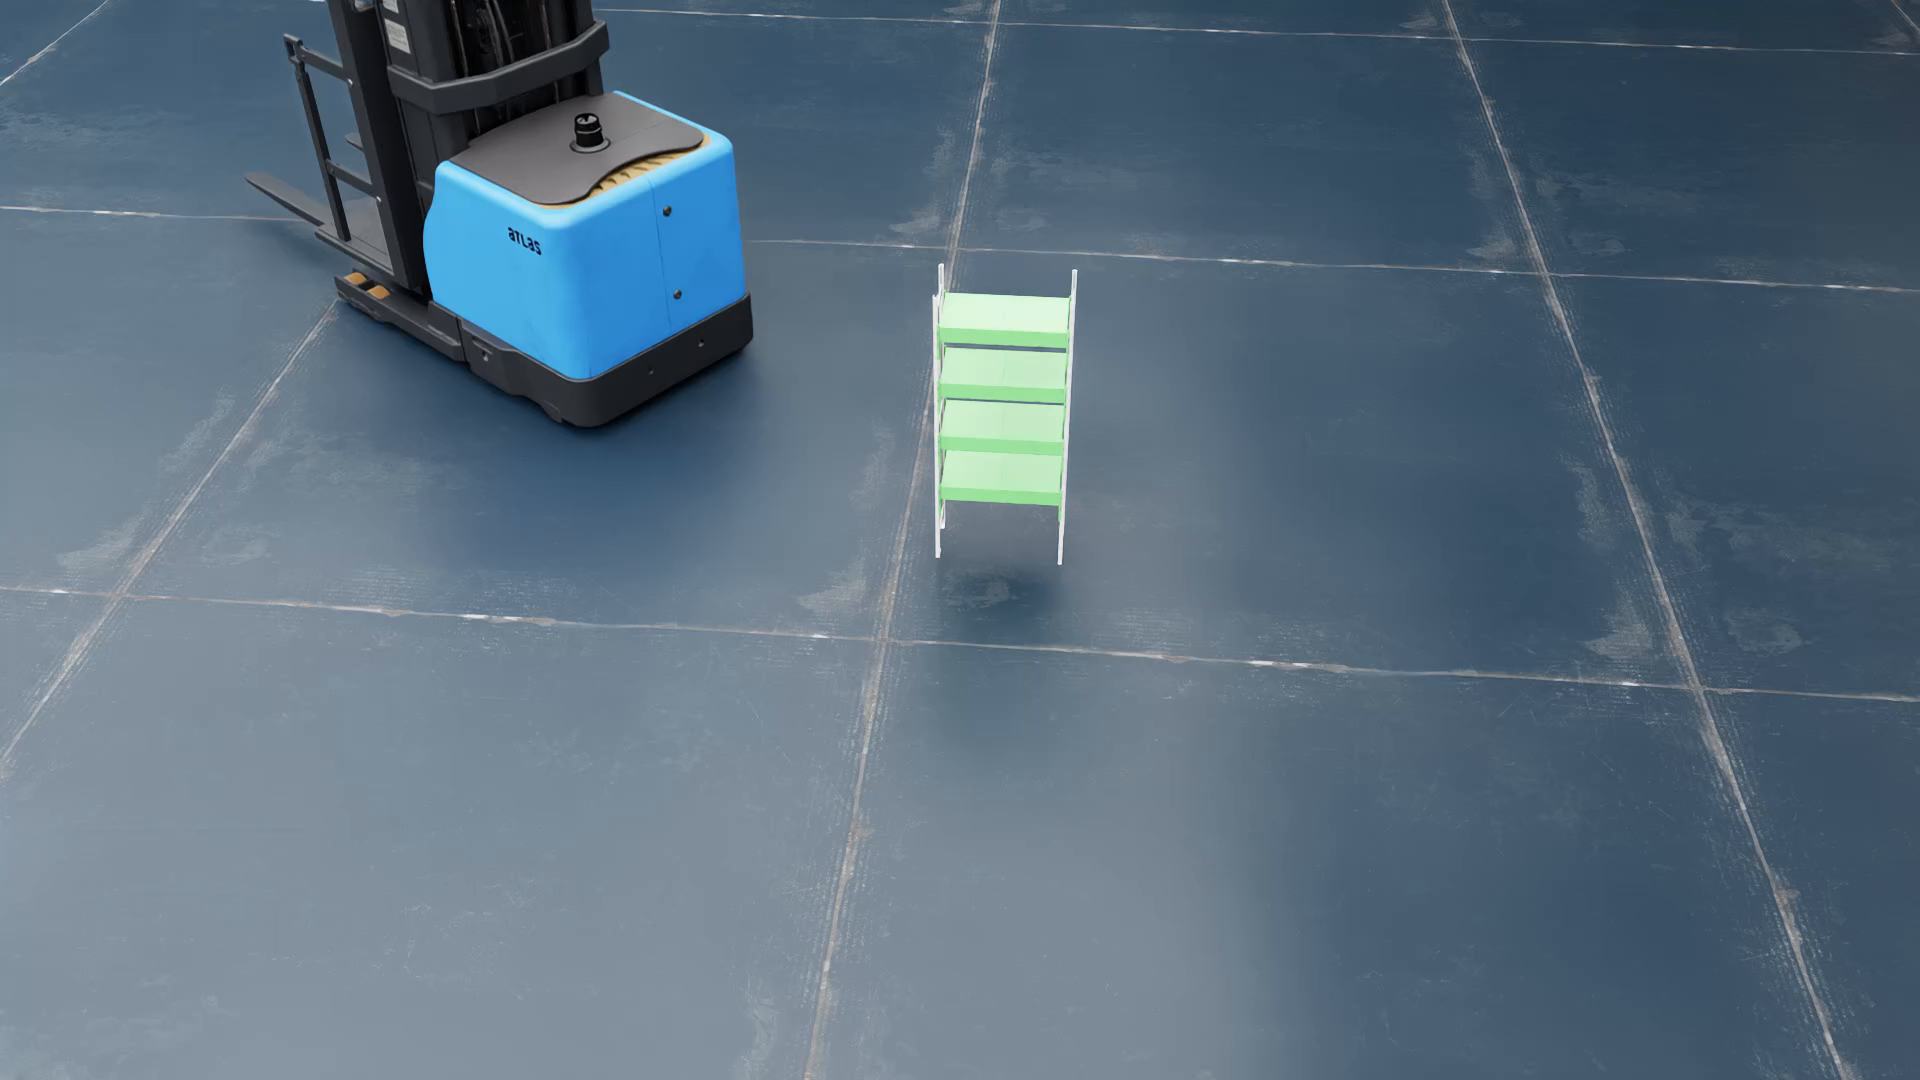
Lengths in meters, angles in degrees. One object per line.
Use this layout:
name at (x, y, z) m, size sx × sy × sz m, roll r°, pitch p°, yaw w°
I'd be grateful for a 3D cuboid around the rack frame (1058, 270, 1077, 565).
rack frame at (0.408, -0.443, 6.344) m, size 0.015 × 1.200 × 0.240 m, roll 3°, pitch 39°, yaw 4°

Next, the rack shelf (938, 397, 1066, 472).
rack shelf at (0.165, -0.407, 6.400) m, size 0.480 × 0.148 × 0.258 m, roll 3°, pitch 39°, yaw 4°

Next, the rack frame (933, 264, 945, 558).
rack frame at (-0.078, -0.470, 6.376) m, size 0.015 × 1.200 × 0.240 m, roll 3°, pitch 39°, yaw 4°

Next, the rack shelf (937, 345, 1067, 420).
rack shelf at (0.165, -0.593, 6.249) m, size 0.480 × 0.148 × 0.258 m, roll 3°, pitch 39°, yaw 4°

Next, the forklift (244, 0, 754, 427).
forklift at (-2.413, -2.421, 7.402) m, size 3.031 × 2.935 × 1.130 m, roll 29°, pitch 47°, yaw 31°

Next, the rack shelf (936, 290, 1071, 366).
rack shelf at (0.165, -0.779, 6.097) m, size 0.480 × 0.148 × 0.258 m, roll 3°, pitch 39°, yaw 4°

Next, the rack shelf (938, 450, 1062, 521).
rack shelf at (0.165, -0.221, 6.552) m, size 0.480 × 0.148 × 0.258 m, roll 3°, pitch 39°, yaw 4°

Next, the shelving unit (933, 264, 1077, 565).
shelving unit at (0.165, -0.456, 6.360) m, size 0.503 × 1.200 × 0.258 m, roll 3°, pitch 39°, yaw 4°
